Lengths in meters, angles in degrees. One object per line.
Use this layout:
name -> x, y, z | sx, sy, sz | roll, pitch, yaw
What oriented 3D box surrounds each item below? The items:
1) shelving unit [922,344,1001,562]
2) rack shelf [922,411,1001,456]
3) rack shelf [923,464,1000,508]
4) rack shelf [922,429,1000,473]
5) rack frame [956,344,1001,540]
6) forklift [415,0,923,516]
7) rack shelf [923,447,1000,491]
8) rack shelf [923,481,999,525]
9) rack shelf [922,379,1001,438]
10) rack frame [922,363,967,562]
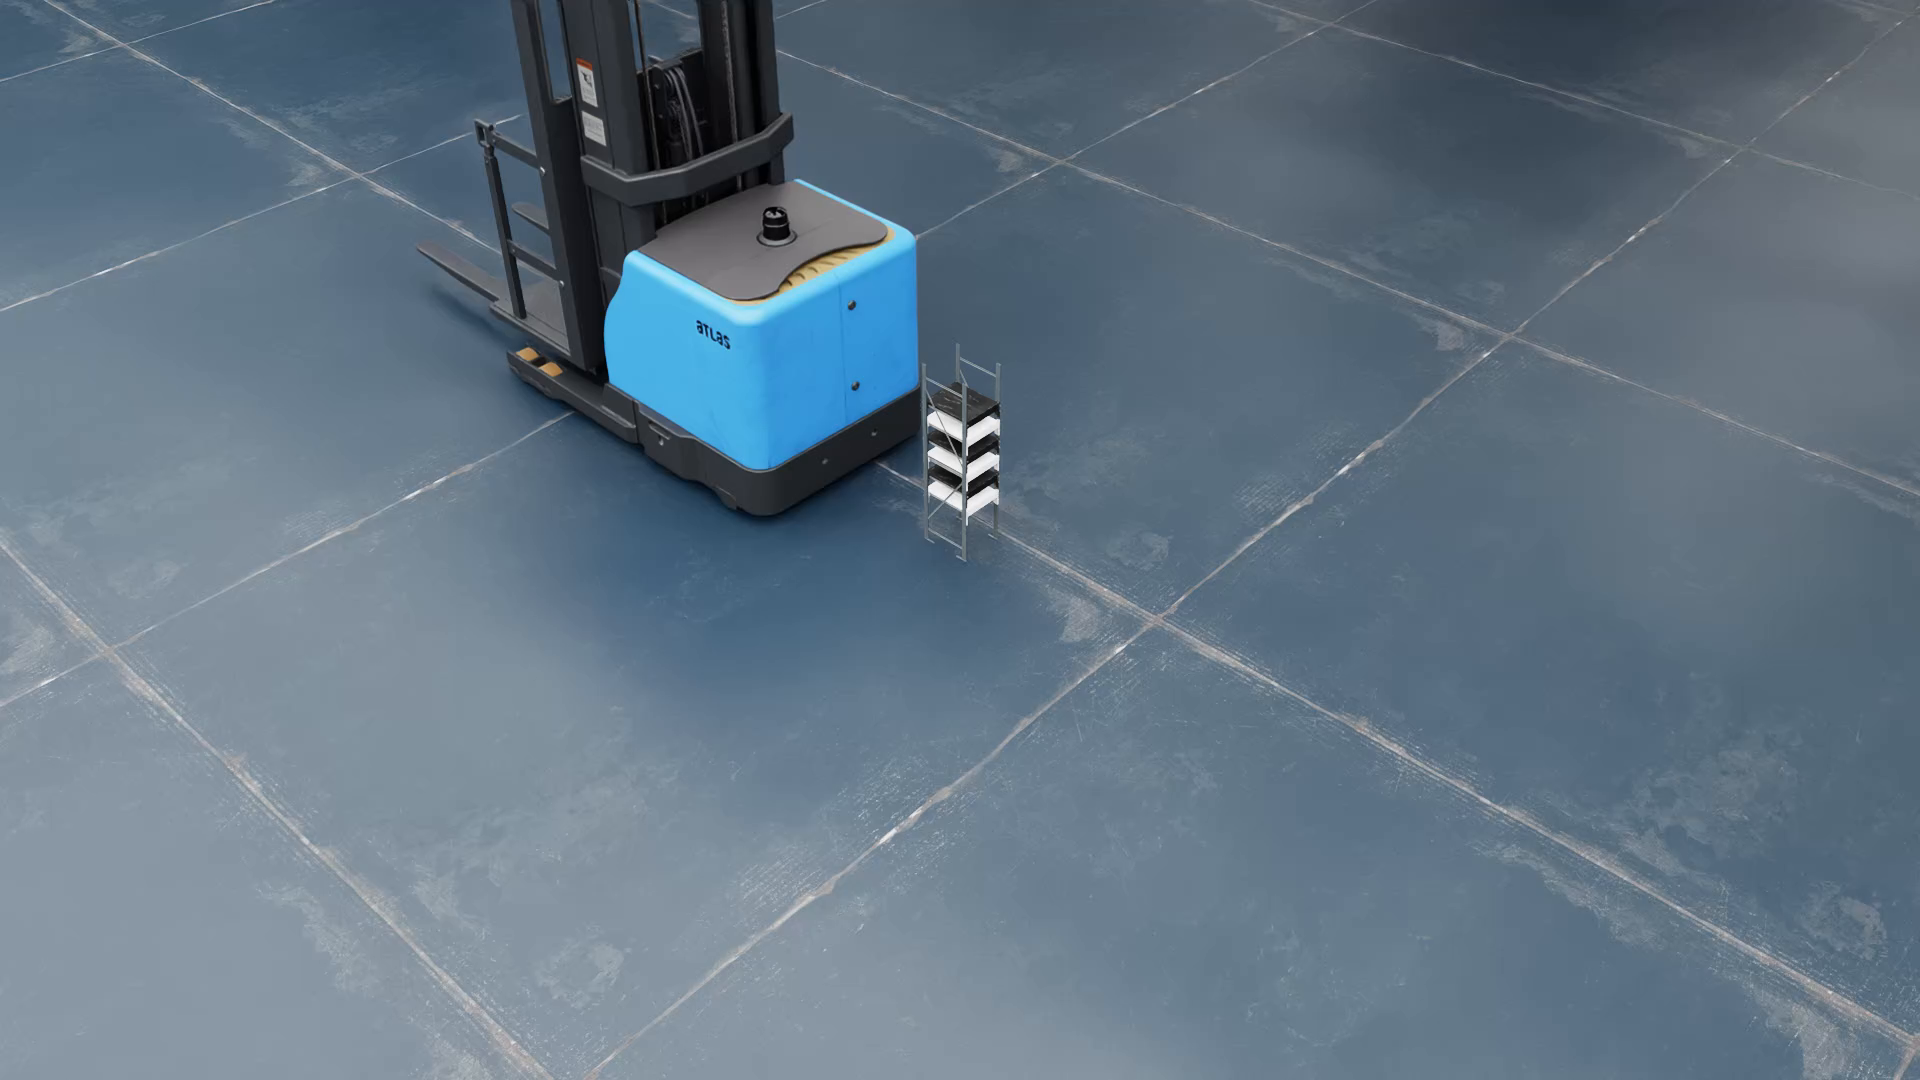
shelving unit -> 0.005, -0.356, 6.975 | 0.258, 0.900, 0.210 | 30, 47, 32
rack shelf -> 0.005, -0.471, 6.883 | 0.258, 0.077, 0.200 | 30, 47, 32
rack shelf -> 0.005, -0.259, 7.051 | 0.258, 0.077, 0.200 | 30, 47, 32
rack shelf -> 0.005, -0.400, 6.939 | 0.258, 0.077, 0.200 | 30, 47, 32
rack frame -> 0.074, -0.403, 7.033 | 0.240, 0.900, 0.006 | 30, 47, 32
forklift -> -1.589, -2.054, 7.478 | 3.031, 2.935, 1.130 | 31, 48, 33
rack shelf -> 0.005, -0.330, 6.995 | 0.258, 0.077, 0.200 | 30, 47, 32
rack shelf -> 0.005, -0.189, 7.107 | 0.258, 0.077, 0.200 | 30, 47, 32
rack shelf -> 0.005, -0.541, 6.827 | 0.258, 0.077, 0.200 | 30, 47, 32
rack frame -> -0.063, -0.309, 6.916 | 0.240, 0.900, 0.006 | 30, 47, 32
